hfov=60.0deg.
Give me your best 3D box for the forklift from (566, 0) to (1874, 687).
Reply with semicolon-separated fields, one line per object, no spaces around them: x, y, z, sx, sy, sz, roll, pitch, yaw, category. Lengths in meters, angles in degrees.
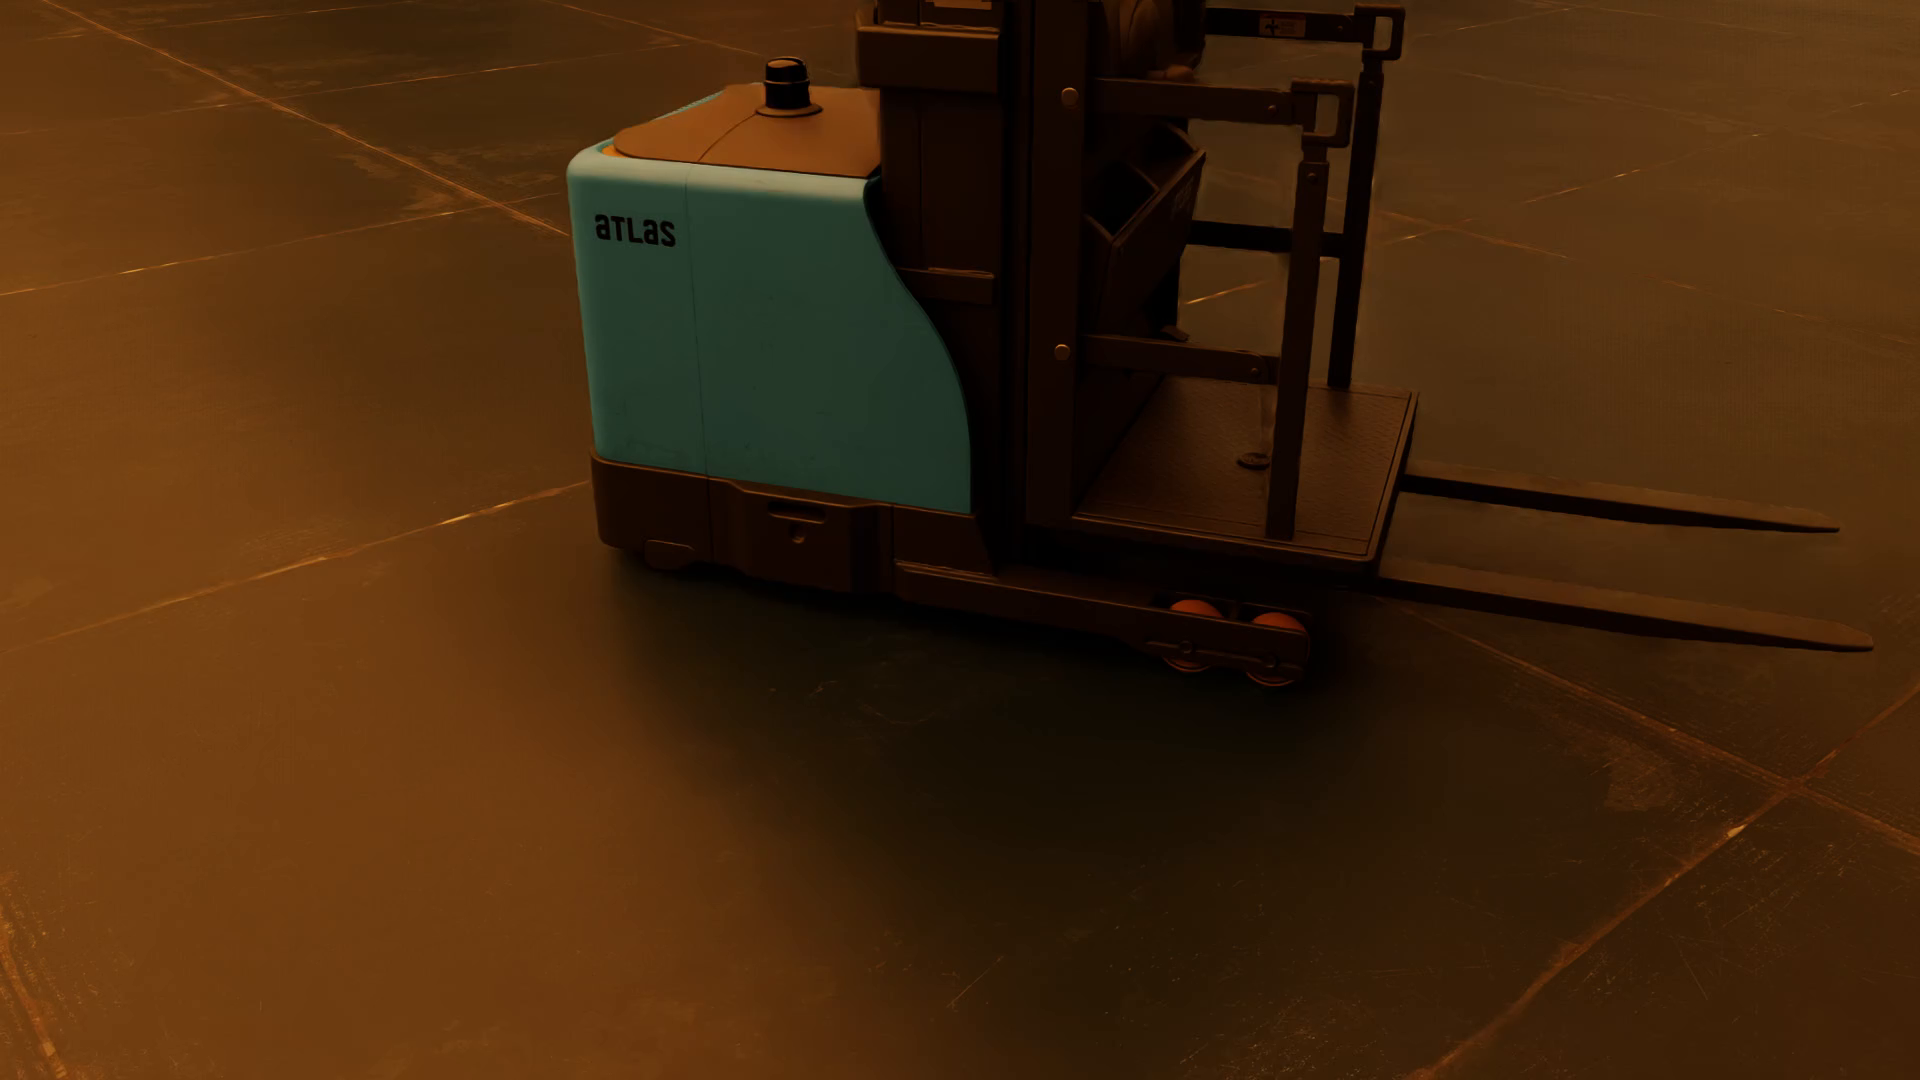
0.621;-1.242;3.707;3.031;2.935;1.130;9;28;17;forklift
